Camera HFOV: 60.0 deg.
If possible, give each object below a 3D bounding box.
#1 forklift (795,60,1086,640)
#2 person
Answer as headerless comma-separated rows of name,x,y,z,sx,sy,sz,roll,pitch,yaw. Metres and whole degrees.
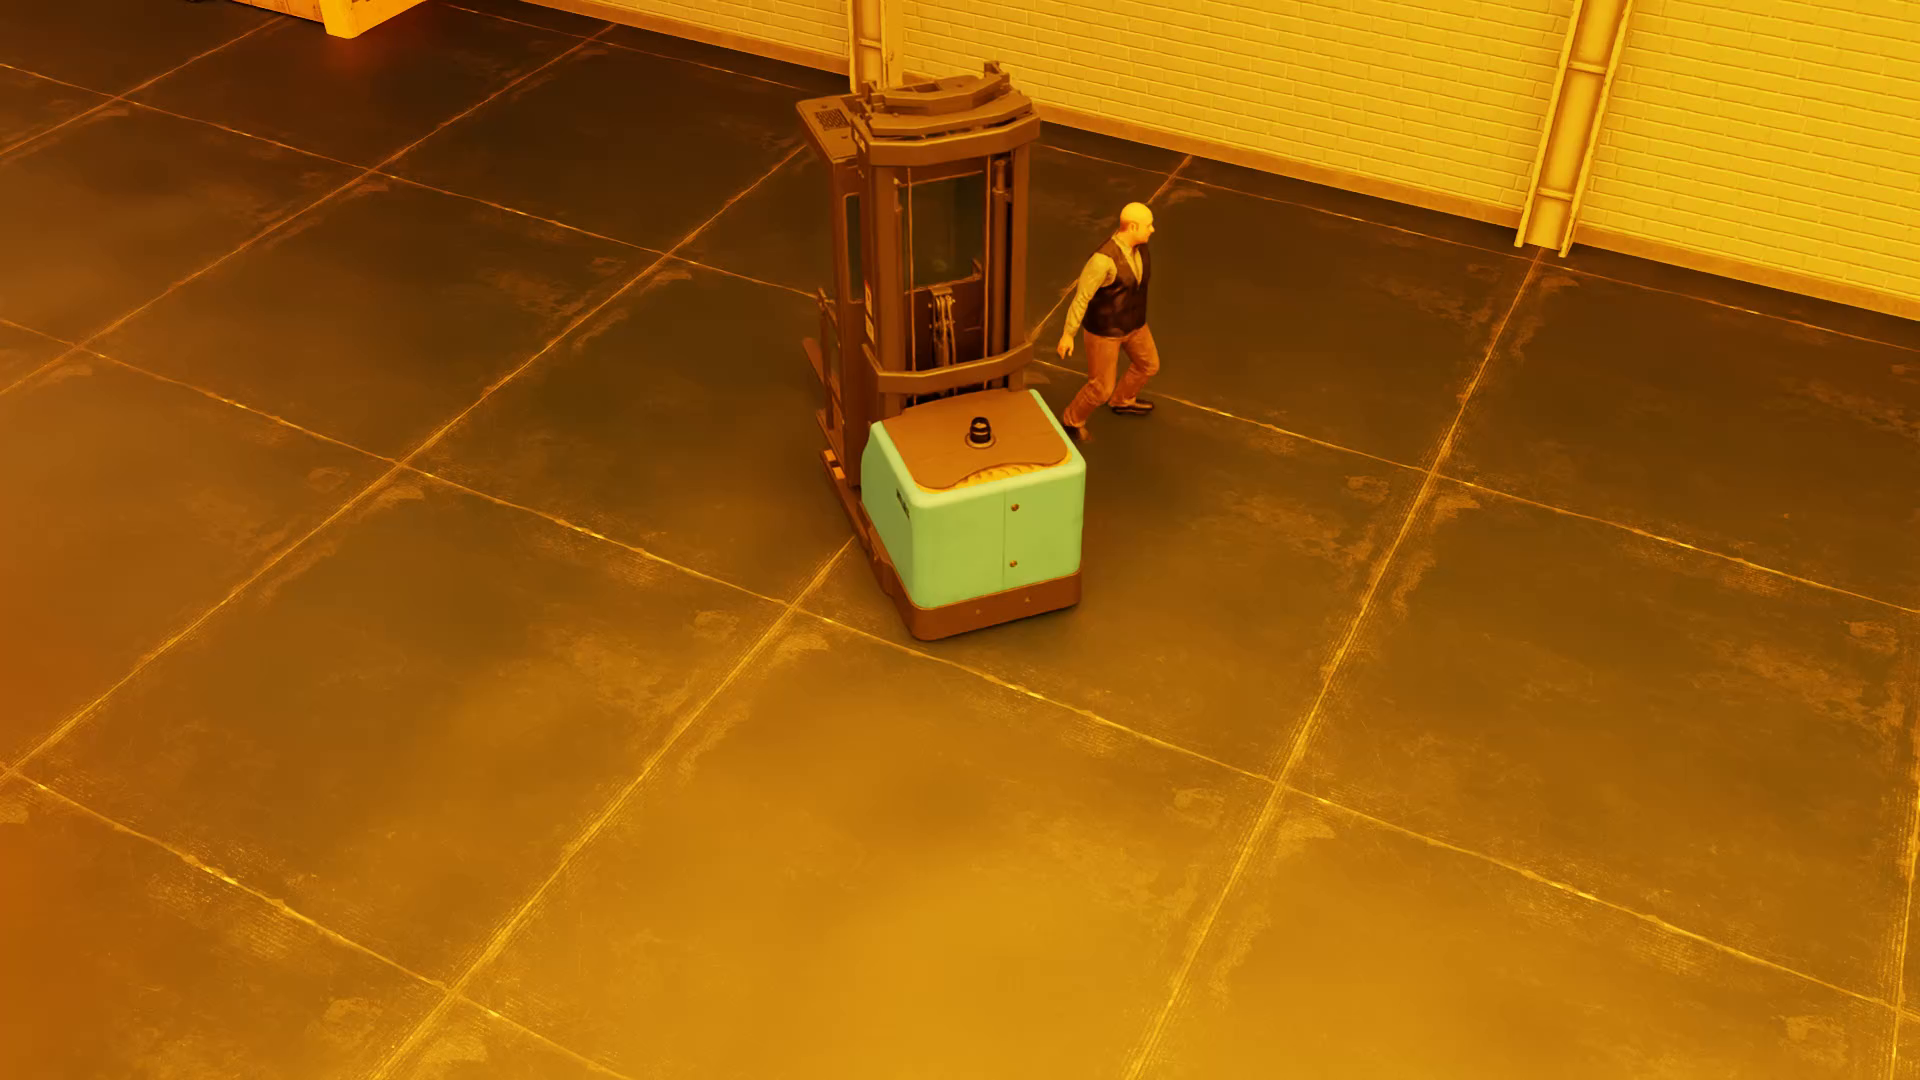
forklift,-0.267,-1.506,9.775,1.130,2.935,3.031,-13,42,-15
person,0.946,-1.371,10.632,0.433,1.696,0.846,32,50,32
